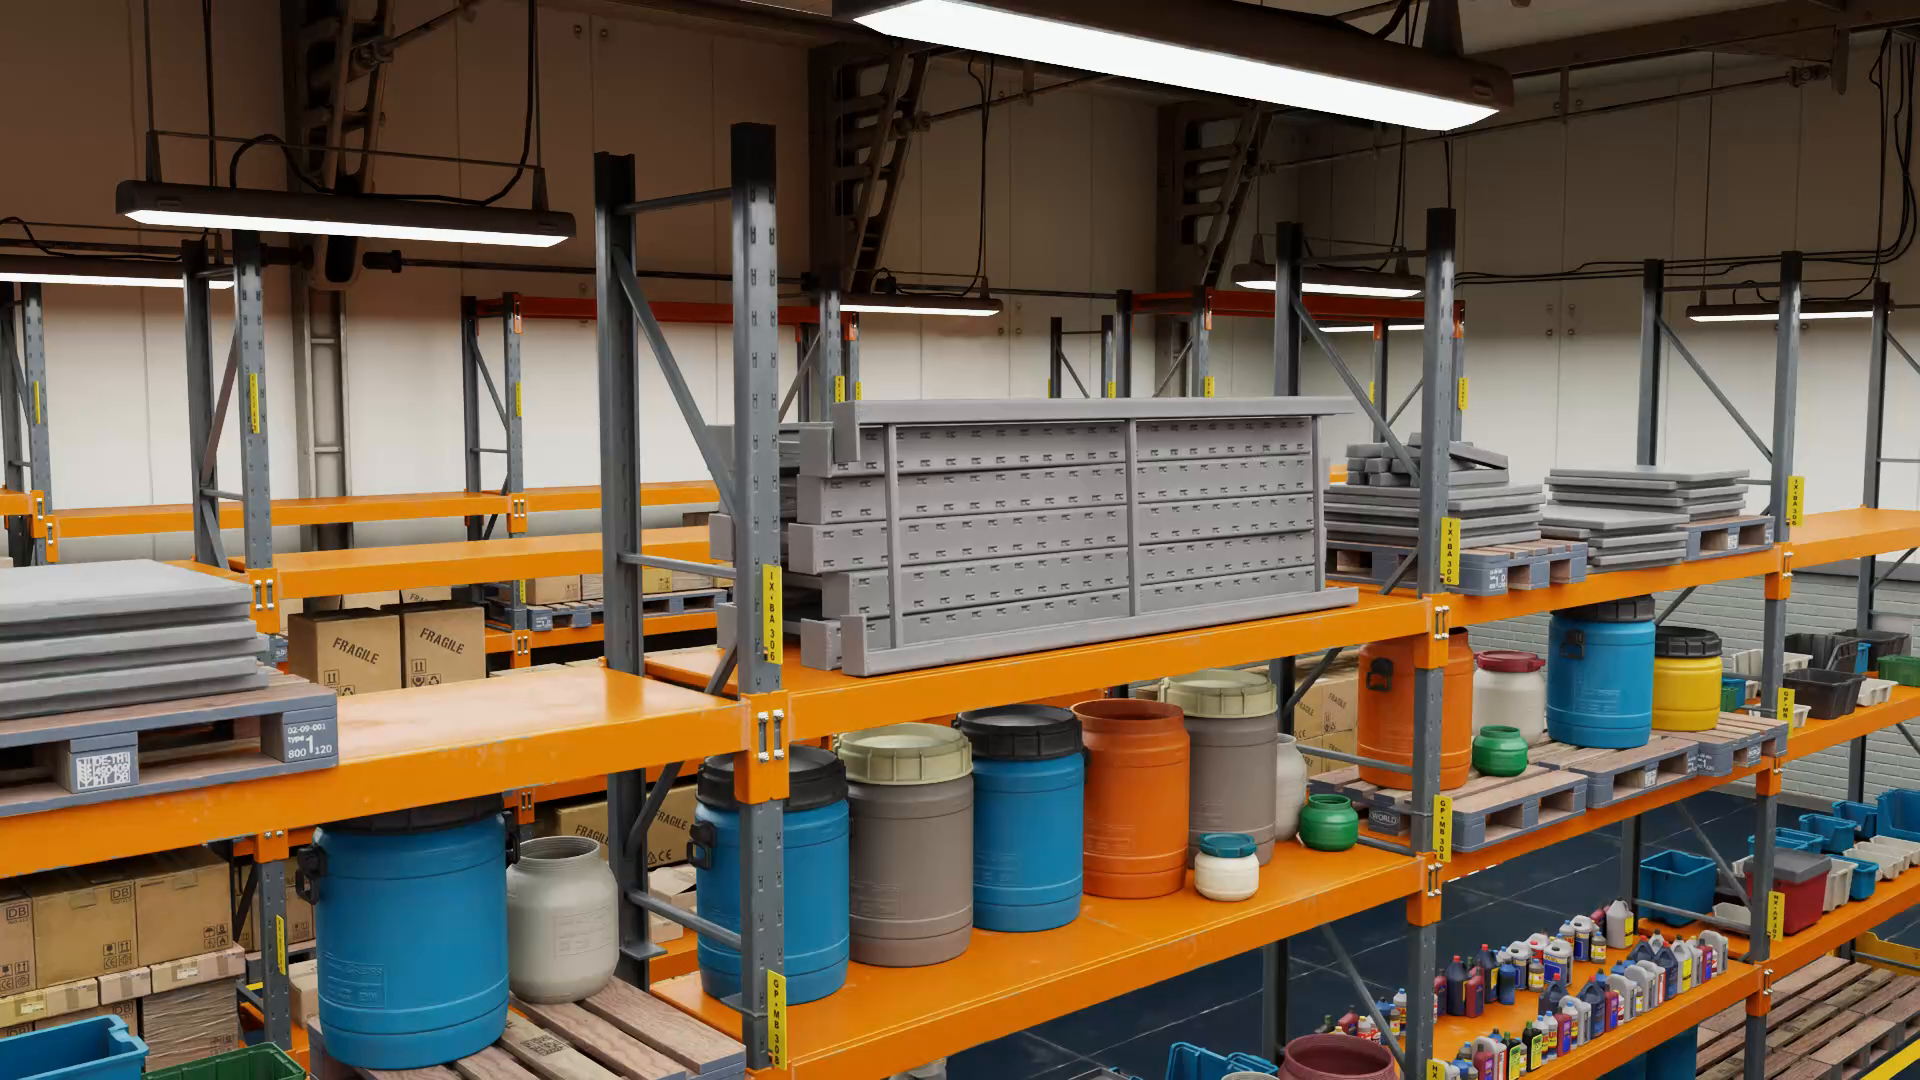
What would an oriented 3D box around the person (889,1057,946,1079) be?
[{"bbox_3d":[-0.227,3.391,10.702,0.513,1.583,0.980,5,7,41],"label":"person"}]
